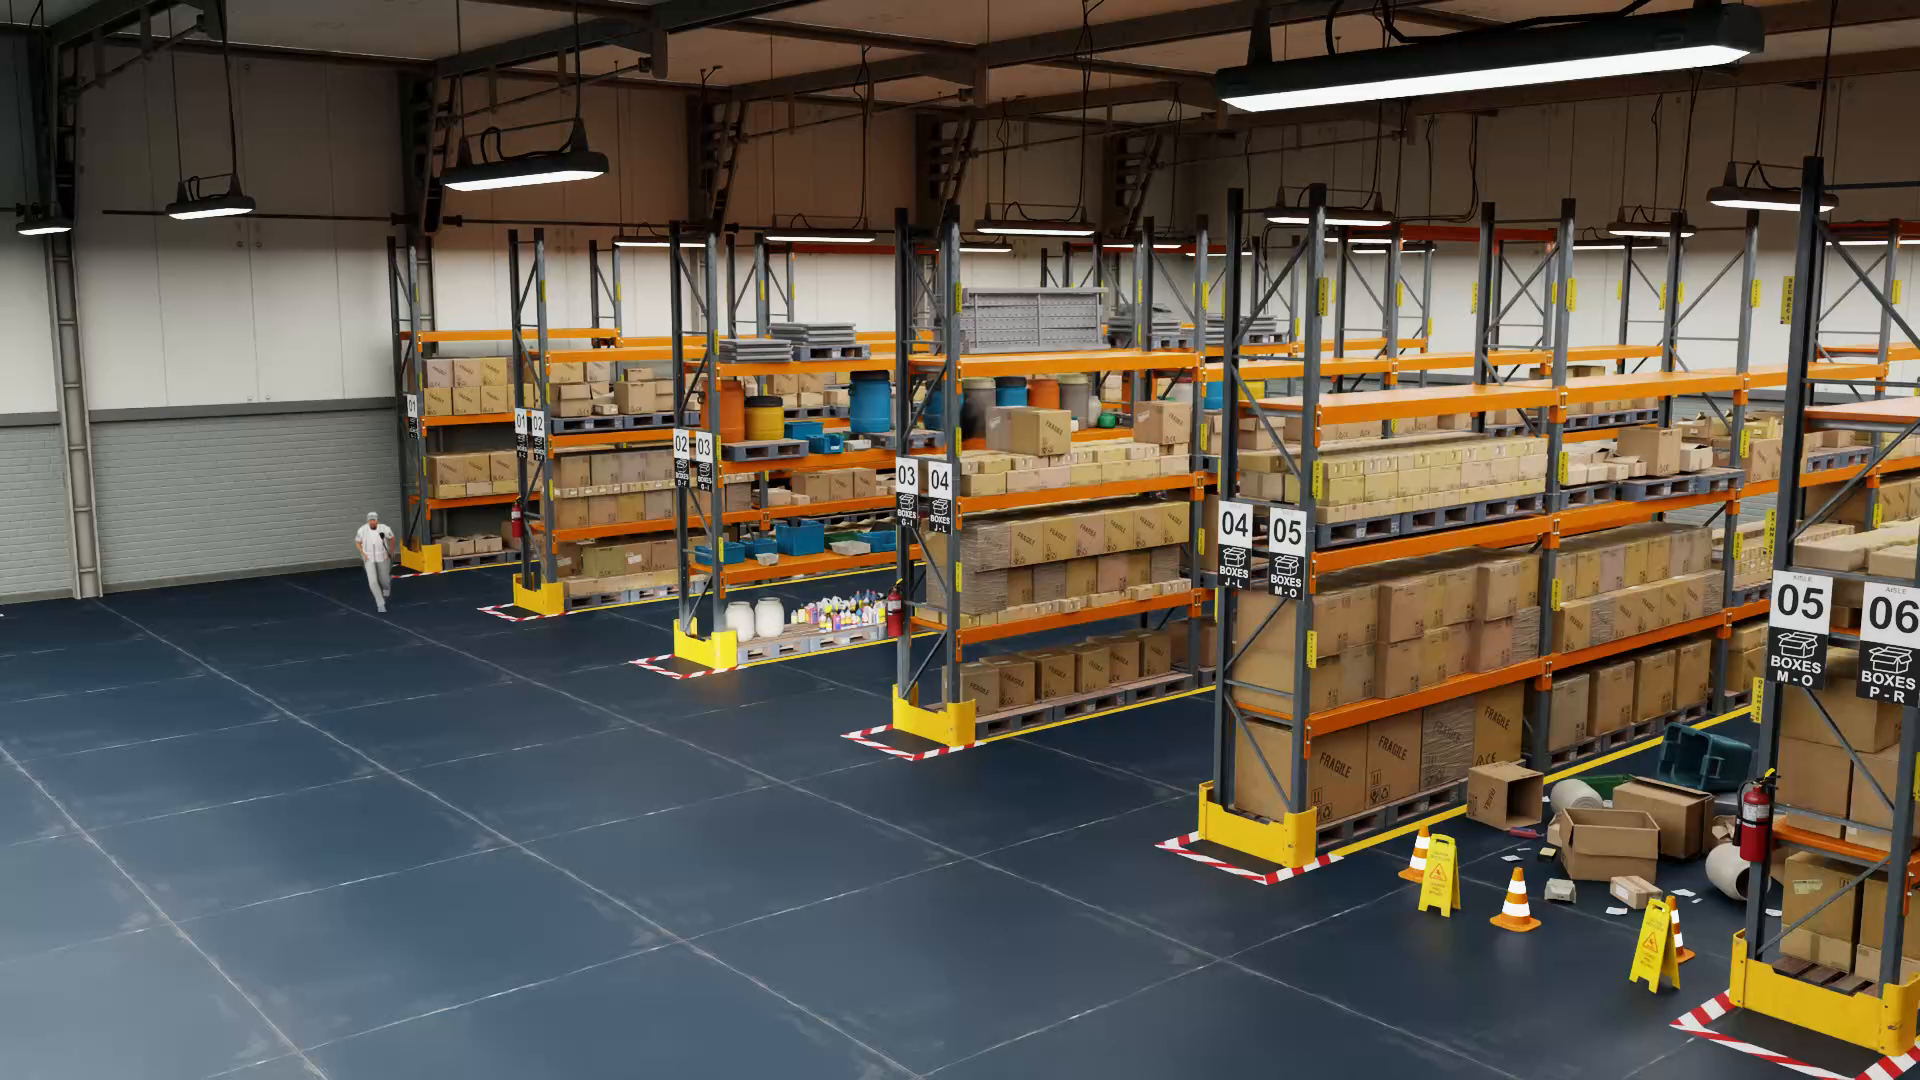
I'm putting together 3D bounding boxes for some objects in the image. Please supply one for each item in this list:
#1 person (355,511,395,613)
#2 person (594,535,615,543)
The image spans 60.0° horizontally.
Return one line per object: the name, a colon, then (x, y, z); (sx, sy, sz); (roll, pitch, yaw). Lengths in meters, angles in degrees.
person: (-9.298, 0.319, 26.492); (0.596, 1.620, 0.806); (-2, 9, -11)
person: (-6.322, -0.162, 29.793); (0.607, 1.559, 0.587); (5, 10, 29)
